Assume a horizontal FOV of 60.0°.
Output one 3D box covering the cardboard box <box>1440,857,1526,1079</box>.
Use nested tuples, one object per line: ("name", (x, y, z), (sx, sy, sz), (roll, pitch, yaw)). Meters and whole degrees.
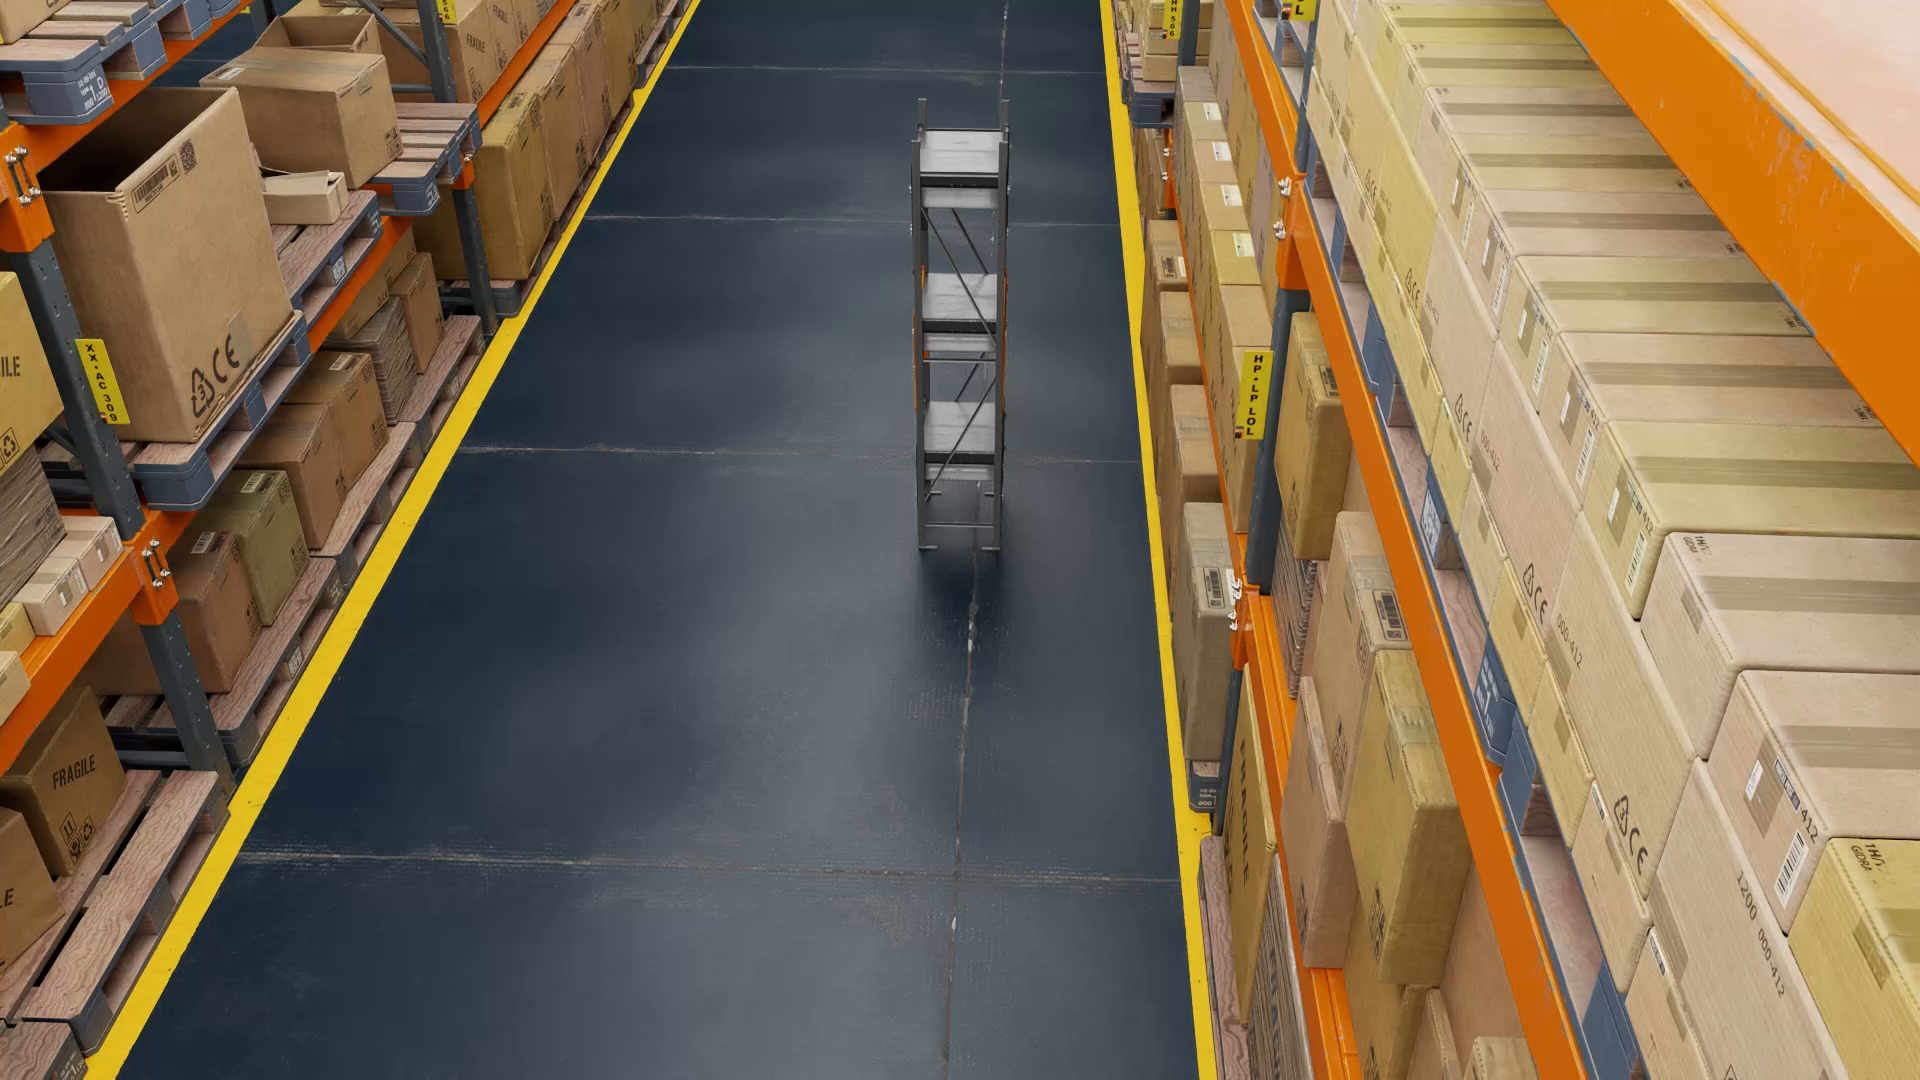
("cardboard box", (1.475, 0.929, 3.250), (0.875, 0.550, 0.550), (1, 35, 2))

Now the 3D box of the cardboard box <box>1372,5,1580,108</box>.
("cardboard box", (1.110, -1.042, 3.587), (0.380, 0.149, 0.250), (1, 35, 1))

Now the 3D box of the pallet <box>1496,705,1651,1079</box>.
("pallet", (1.352, 0.663, 2.166), (1.003, 0.211, 1.213), (1, 35, 2))

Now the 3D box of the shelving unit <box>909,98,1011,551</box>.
("shelving unit", (0.007, -0.954, 7.782), (0.431, 2.100, 0.503), (1, 35, 2))

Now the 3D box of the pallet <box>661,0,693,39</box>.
("pallet", (-2.982, -4.783, 14.872), (1.003, 0.211, 1.213), (1, 35, 2))

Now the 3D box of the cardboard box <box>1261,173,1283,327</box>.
("cardboard box", (1.526, -1.048, 6.176), (0.700, 0.500, 0.500), (1, 35, 1))

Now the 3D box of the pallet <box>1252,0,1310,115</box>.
("pallet", (1.481, -1.694, 5.610), (0.805, 0.209, 1.217), (0, 35, 0))

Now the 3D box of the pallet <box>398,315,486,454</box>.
("pallet", (-3.331, -0.898, 9.345), (1.003, 0.211, 1.213), (1, 35, 2))

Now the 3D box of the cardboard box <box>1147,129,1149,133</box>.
("cardboard box", (1.465, -2.752, 10.714), (0.500, 0.250, 0.500), (2, 35, 3))

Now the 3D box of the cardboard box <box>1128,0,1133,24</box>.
("cardboard box", (1.540, -4.221, 13.243), (0.380, 0.149, 0.250), (2, 35, 2))

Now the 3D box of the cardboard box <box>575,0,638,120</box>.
("cardboard box", (-3.143, -3.721, 12.418), (1.225, 0.875, 0.875), (1, 35, 2))

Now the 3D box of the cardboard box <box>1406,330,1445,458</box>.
("cardboard box", (1.078, -0.279, 3.196), (0.380, 0.149, 0.250), (2, 35, 2))

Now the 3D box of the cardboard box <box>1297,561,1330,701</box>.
("cardboard box", (1.491, 0.450, 4.870), (0.875, 0.550, 0.550), (1, 35, 2))

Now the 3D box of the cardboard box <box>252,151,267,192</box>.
("cardboard box", (-3.481, -1.402, 7.181), (0.797, 0.503, 0.637), (5, 35, 7))

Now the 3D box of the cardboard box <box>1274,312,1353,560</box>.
("cardboard box", (1.444, -0.309, 5.012), (0.875, 0.550, 0.550), (1, 35, 2))

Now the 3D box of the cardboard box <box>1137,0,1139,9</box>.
("cardboard box", (1.247, -3.249, 9.859), (0.380, 0.149, 0.250), (1, 35, 2))

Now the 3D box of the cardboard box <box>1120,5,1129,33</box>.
("cardboard box", (1.501, -4.239, 13.529), (0.380, 0.149, 0.250), (0, 35, 0))

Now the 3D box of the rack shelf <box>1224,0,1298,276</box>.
("rack shelf", (1.574, -2.099, 6.645), (1.077, 0.370, 4.000), (1, 35, 2))

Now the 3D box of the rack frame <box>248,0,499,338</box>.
("rack frame", (-3.298, -2.488, 9.182), (1.000, 3.000, 0.127), (1, 35, 2))

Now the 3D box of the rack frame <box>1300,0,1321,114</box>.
("rack frame", (1.493, -2.472, 3.941), (1.000, 3.000, 0.127), (1, 35, 2))

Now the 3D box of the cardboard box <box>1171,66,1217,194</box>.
("cardboard box", (1.366, -2.105, 8.549), (0.500, 0.500, 0.500), (2, 35, 2))

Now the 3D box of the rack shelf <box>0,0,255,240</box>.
("rack shelf", (-3.378, -2.272, 6.891), (1.077, 0.370, 4.000), (1, 35, 2))

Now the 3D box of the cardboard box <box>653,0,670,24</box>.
("cardboard box", (-2.994, -4.983, 14.214), (0.875, 0.875, 0.875), (1, 35, 2))

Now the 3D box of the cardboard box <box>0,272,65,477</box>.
("cardboard box", (-3.202, -0.497, 5.133), (0.500, 0.500, 0.500), (1, 35, 2))

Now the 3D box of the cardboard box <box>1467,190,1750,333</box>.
("cardboard box", (1.069, -0.460, 2.760), (0.380, 0.149, 0.250), (2, 35, 2))

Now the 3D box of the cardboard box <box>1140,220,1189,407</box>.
("cardboard box", (1.540, -1.219, 8.967), (1.050, 0.750, 0.750), (1, 35, 1))

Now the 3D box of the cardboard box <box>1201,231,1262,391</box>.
("cardboard box", (1.288, -0.945, 6.899), (0.500, 0.500, 0.500), (2, 35, 2))

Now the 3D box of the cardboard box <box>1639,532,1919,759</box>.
("cardboard box", (1.029, 0.125, 1.927), (0.380, 0.149, 0.250), (2, 35, 3))

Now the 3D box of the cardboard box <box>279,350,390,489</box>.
("cardboard box", (-3.330, -0.615, 8.308), (0.700, 0.500, 0.500), (4, 35, 6))

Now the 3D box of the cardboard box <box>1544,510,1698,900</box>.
("cardboard box", (1.094, 0.205, 2.160), (0.500, 0.250, 0.500), (1, 35, 2))

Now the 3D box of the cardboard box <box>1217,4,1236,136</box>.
("cardboard box", (1.607, -2.217, 7.839), (0.700, 0.500, 0.500), (1, 35, 1))

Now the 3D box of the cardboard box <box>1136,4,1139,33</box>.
("cardboard box", (1.250, -3.112, 9.923), (0.380, 0.149, 0.250), (1, 35, 1))

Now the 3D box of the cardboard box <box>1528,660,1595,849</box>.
("cardboard box", (1.039, 0.307, 2.362), (0.380, 0.149, 0.250), (2, 35, 2))

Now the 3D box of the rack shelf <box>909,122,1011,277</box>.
("rack shelf", (0.007, -1.516, 7.387), (0.431, 0.518, 0.480), (1, 35, 2))

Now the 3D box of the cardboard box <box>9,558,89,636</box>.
("cardboard box", (-3.193, 0.187, 5.594), (0.380, 0.149, 0.250), (1, 35, 2))

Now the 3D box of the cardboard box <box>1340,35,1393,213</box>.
("cardboard box", (1.175, -0.953, 3.808), (0.500, 0.250, 0.500), (1, 35, 2))

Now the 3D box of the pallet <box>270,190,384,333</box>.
("pallet", (-3.336, -1.271, 7.617), (1.003, 0.211, 1.213), (1, 35, 2))

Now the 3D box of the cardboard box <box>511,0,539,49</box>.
("cardboard box", (-2.971, -3.393, 10.382), (0.500, 0.500, 0.500), (1, 35, 1))

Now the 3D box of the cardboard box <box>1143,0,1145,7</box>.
("cardboard box", (1.228, -3.064, 9.337), (0.380, 0.149, 0.250), (1, 35, 1))

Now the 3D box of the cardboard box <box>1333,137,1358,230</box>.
("cardboard box", (1.119, -0.861, 4.024), (0.380, 0.149, 0.250), (1, 35, 2))

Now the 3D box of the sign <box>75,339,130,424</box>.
("sign", (-2.916, -0.536, 5.651), (0.100, 0.325, 0.005), (1, 35, 2))

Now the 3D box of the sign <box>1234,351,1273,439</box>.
("sign", (0.951, -0.466, 5.366), (0.100, 0.325, 0.005), (1, 35, 2))

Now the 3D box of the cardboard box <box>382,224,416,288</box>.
("cardboard box", (-3.295, -1.567, 9.009), (0.500, 0.250, 0.500), (3, 35, 4))

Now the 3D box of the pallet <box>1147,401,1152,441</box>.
("pallet", (1.547, -0.723, 9.096), (1.003, 0.211, 1.213), (1, 35, 2))

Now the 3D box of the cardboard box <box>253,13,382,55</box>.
("cardboard box", (-3.279, -2.390, 8.589), (0.500, 0.500, 0.500), (-3, 35, -4))

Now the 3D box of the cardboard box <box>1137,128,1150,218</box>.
("cardboard box", (1.449, -2.451, 10.938), (0.500, 0.500, 0.500), (0, 35, 0))
